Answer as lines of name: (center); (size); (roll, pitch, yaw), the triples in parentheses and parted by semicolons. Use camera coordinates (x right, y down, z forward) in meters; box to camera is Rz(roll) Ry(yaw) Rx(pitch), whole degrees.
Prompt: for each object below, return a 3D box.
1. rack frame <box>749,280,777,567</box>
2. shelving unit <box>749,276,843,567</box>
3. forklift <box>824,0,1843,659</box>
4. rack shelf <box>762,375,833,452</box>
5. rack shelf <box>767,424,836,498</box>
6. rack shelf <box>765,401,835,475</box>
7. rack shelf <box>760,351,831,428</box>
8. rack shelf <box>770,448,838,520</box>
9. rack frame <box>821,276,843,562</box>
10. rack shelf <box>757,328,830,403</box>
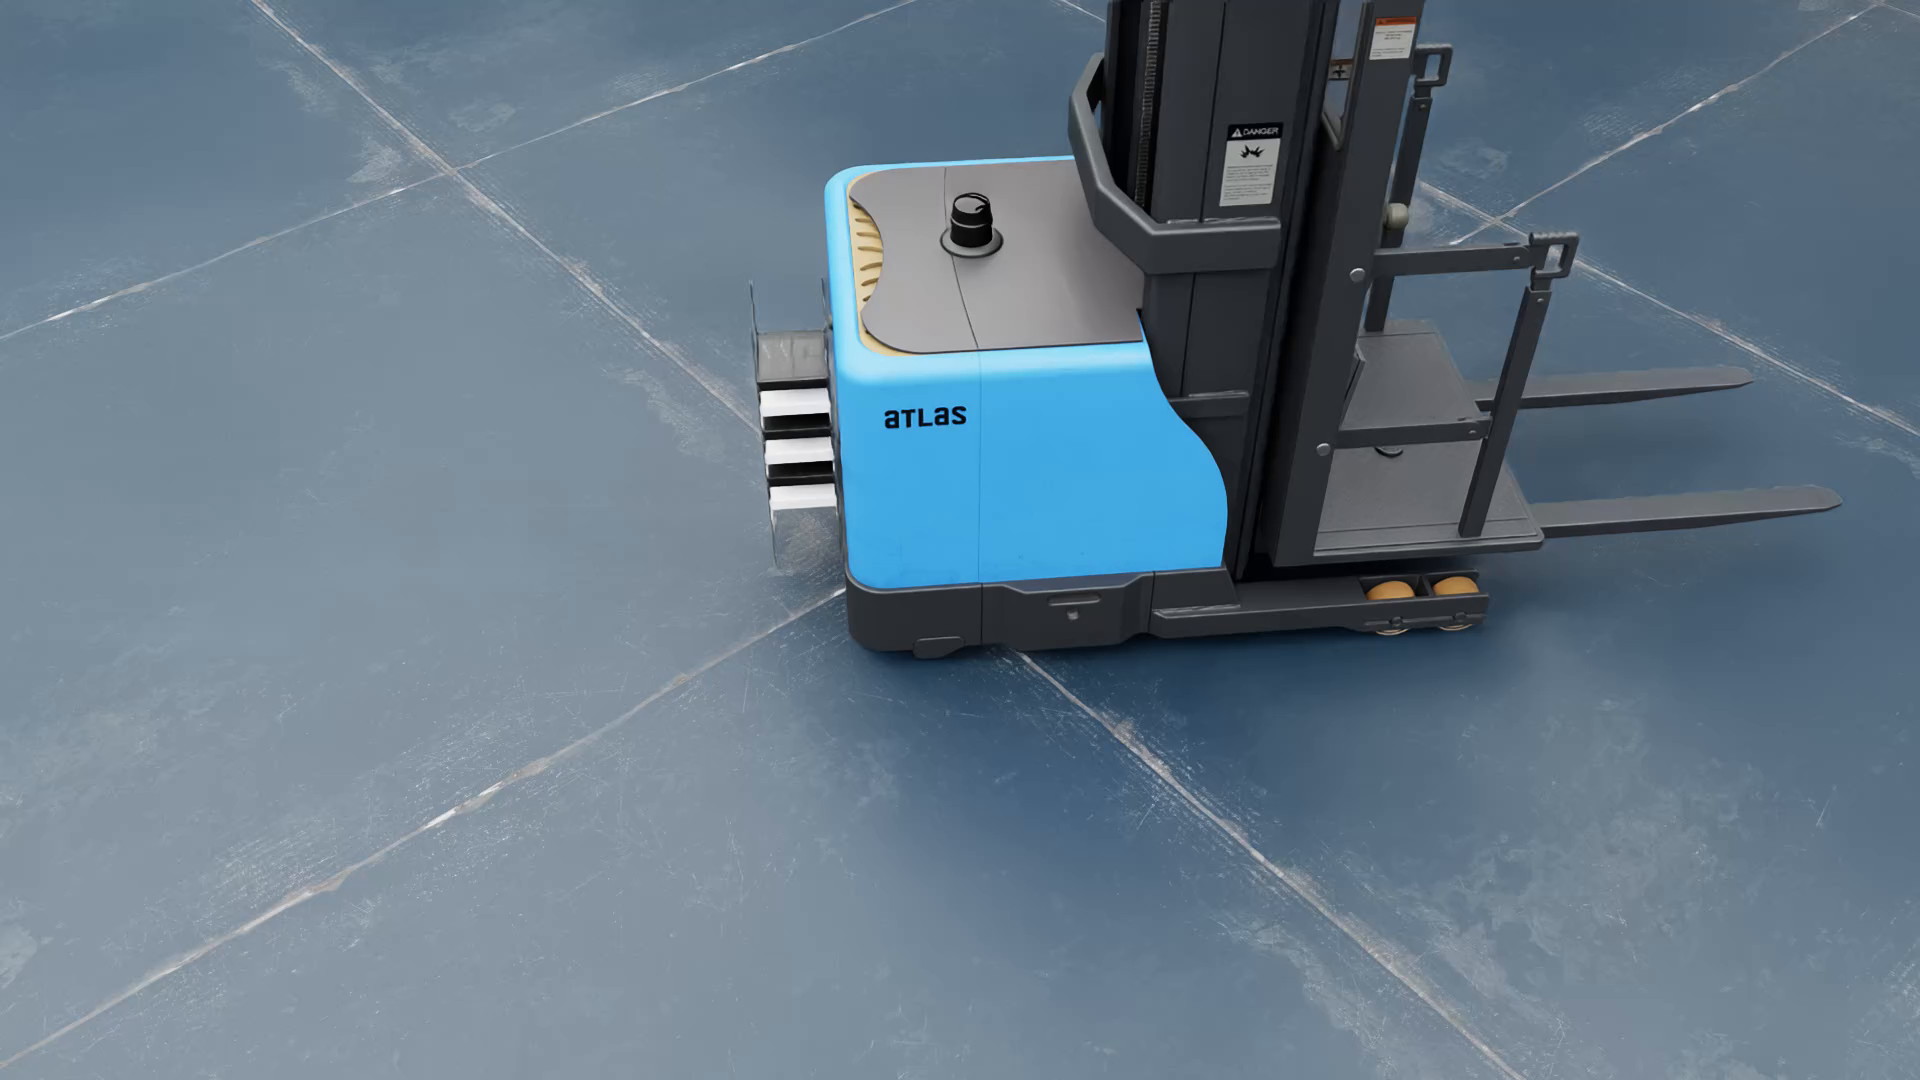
rack frame: (-0.583, -0.327, 4.941); (0.006, 0.900, 0.240); (-4, 43, -4)
shelving unit: (-0.482, -0.334, 4.948); (0.210, 0.900, 0.258); (-4, 43, -4)
forklift: (1.142, -1.144, 4.327); (3.031, 2.935, 1.130); (-4, 43, -4)
rack shelf: (-0.482, -0.375, 4.909); (0.200, 0.077, 0.258); (-4, 43, -4)
rack shelf: (-0.482, -0.244, 5.033); (0.200, 0.077, 0.258); (-4, 43, -4)
rack shelf: (-0.482, -0.310, 4.971); (0.200, 0.077, 0.258); (-4, 43, -4)
rack shelf: (-0.482, -0.441, 4.848); (0.200, 0.077, 0.258); (-4, 43, -4)
rack shelf: (-0.482, -0.178, 5.094); (0.200, 0.077, 0.258); (-4, 43, -4)
rack frame: (-0.380, -0.341, 4.955); (0.006, 0.900, 0.240); (-4, 43, -4)
rack shelf: (-0.482, -0.506, 4.786); (0.200, 0.077, 0.258); (-4, 43, -4)
